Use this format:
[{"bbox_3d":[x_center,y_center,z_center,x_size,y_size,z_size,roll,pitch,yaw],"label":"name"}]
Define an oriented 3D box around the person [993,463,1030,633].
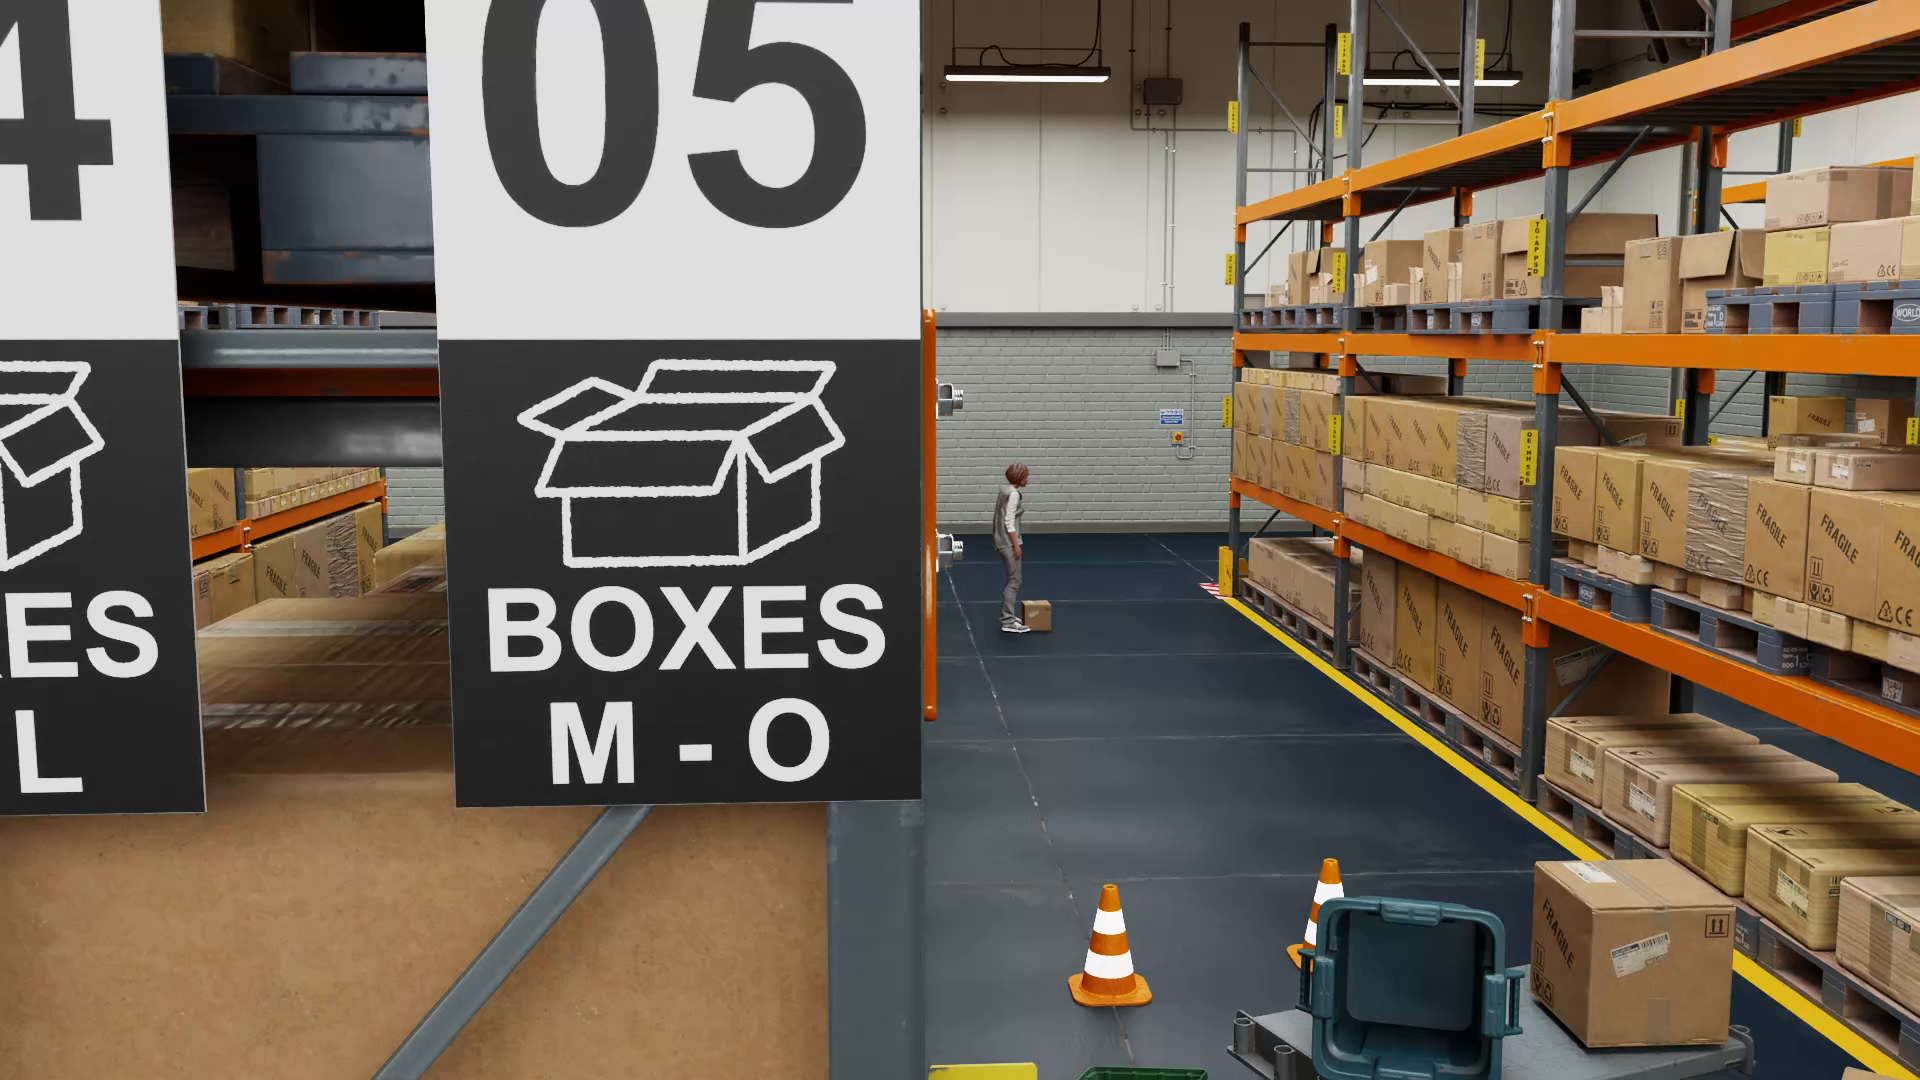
[{"bbox_3d":[0.497,0.061,15.810,0.365,1.593,0.461,0,7,-3],"label":"person"}]
